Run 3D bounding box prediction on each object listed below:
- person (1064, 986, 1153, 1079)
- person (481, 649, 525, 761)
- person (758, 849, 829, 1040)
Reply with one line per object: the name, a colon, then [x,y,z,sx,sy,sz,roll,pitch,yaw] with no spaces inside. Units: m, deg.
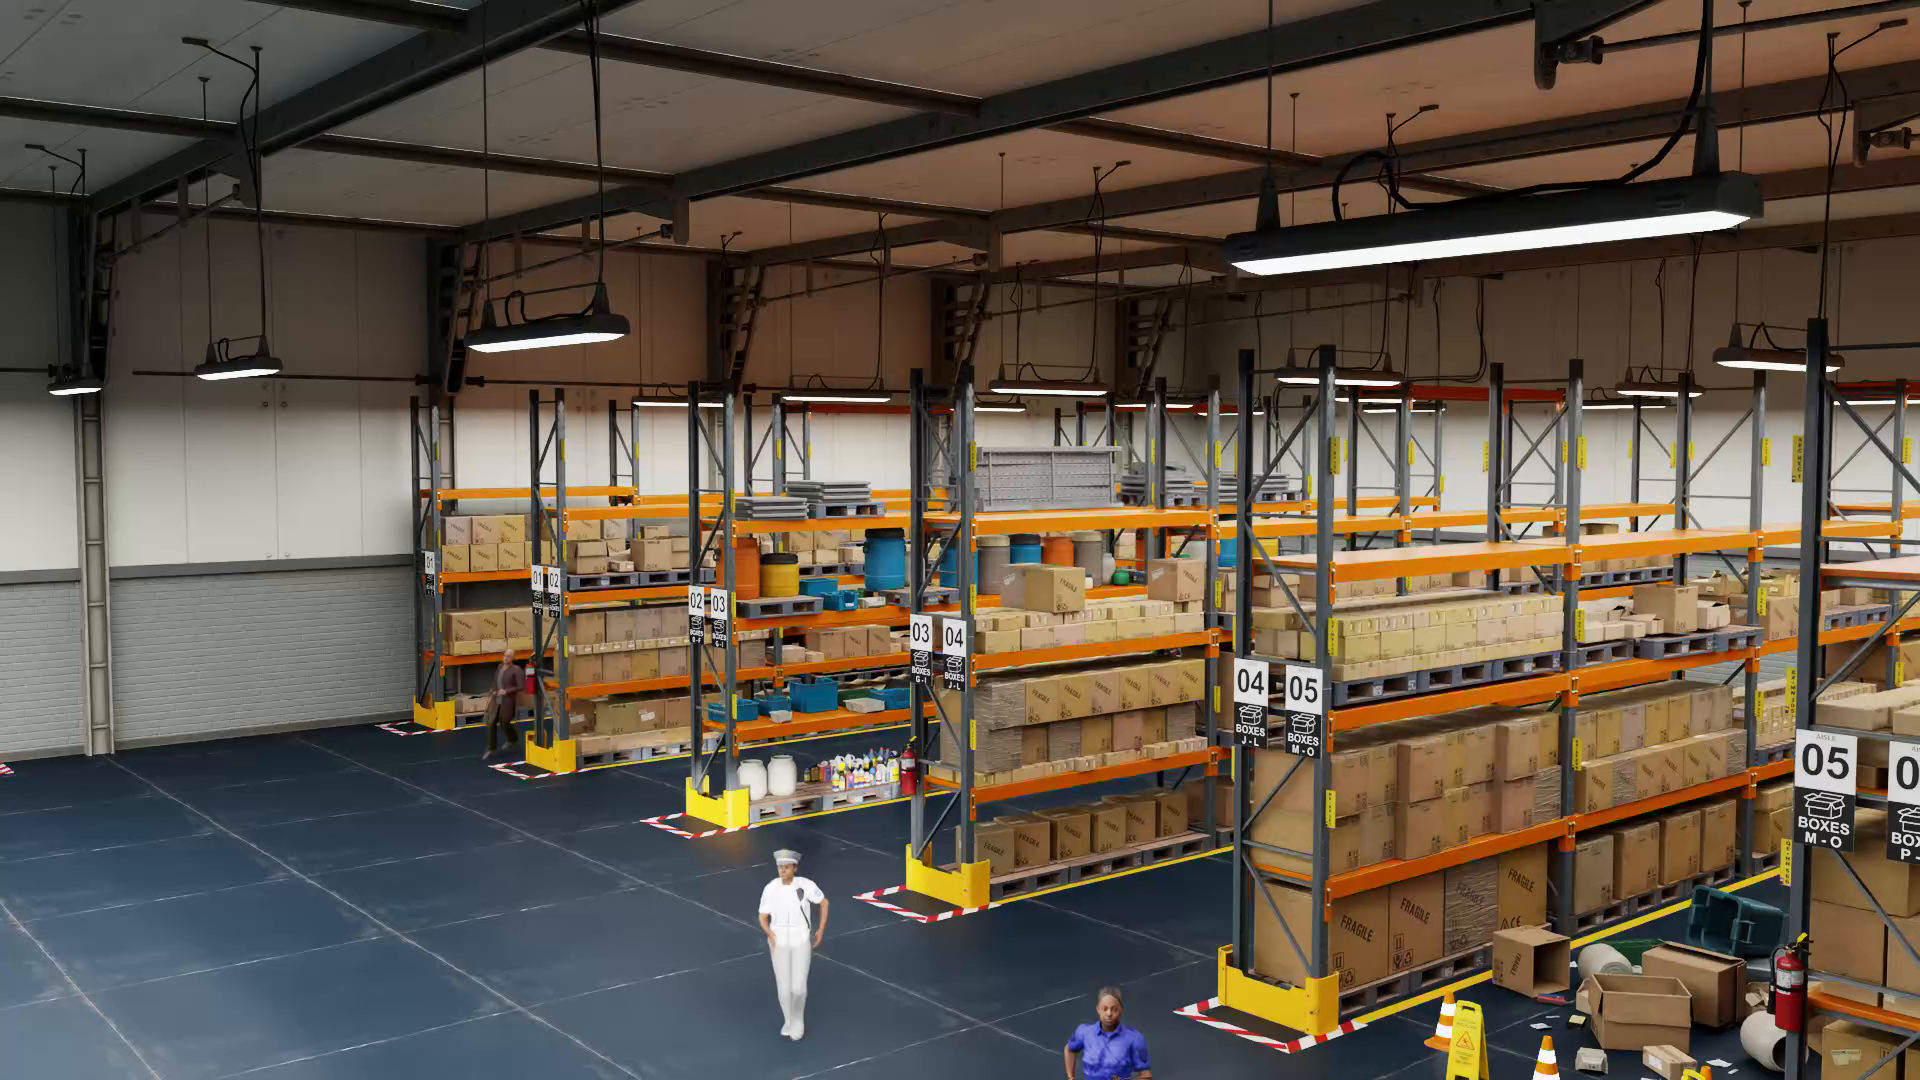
person: [0.945,3.693,10.633,0.559,1.687,0.851,0,3,4]
person: [-7.426,2.679,27.301,0.714,1.782,0.919,1,4,20]
person: [-1.451,3.483,14.320,0.589,1.659,0.604,0,3,3]
